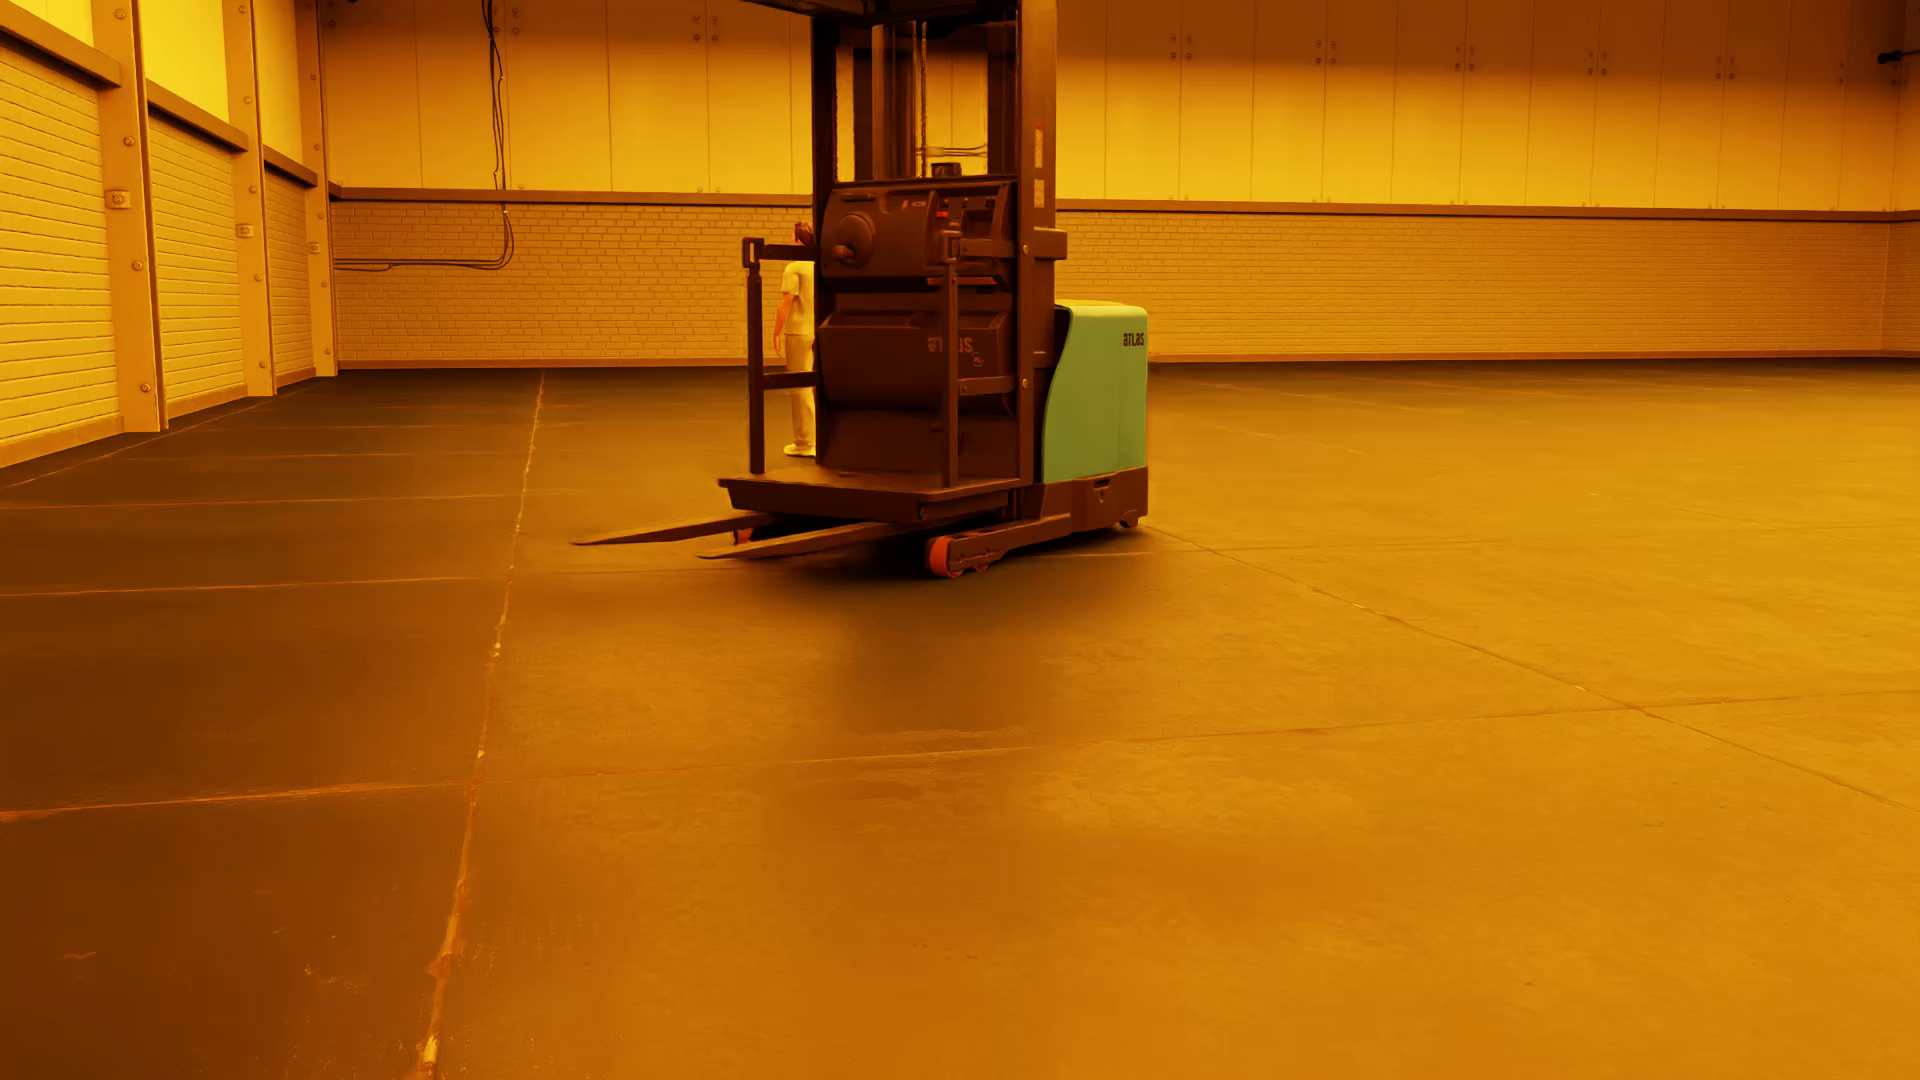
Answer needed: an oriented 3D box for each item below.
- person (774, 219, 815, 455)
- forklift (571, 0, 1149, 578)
[{"bbox_3d":[-1.129,-1.446,11.940,0.547,1.675,0.548,-7,10,-40],"label":"person"},{"bbox_3d":[-0.312,-1.372,6.937,1.130,2.935,3.031,5,9,33],"label":"forklift"}]
